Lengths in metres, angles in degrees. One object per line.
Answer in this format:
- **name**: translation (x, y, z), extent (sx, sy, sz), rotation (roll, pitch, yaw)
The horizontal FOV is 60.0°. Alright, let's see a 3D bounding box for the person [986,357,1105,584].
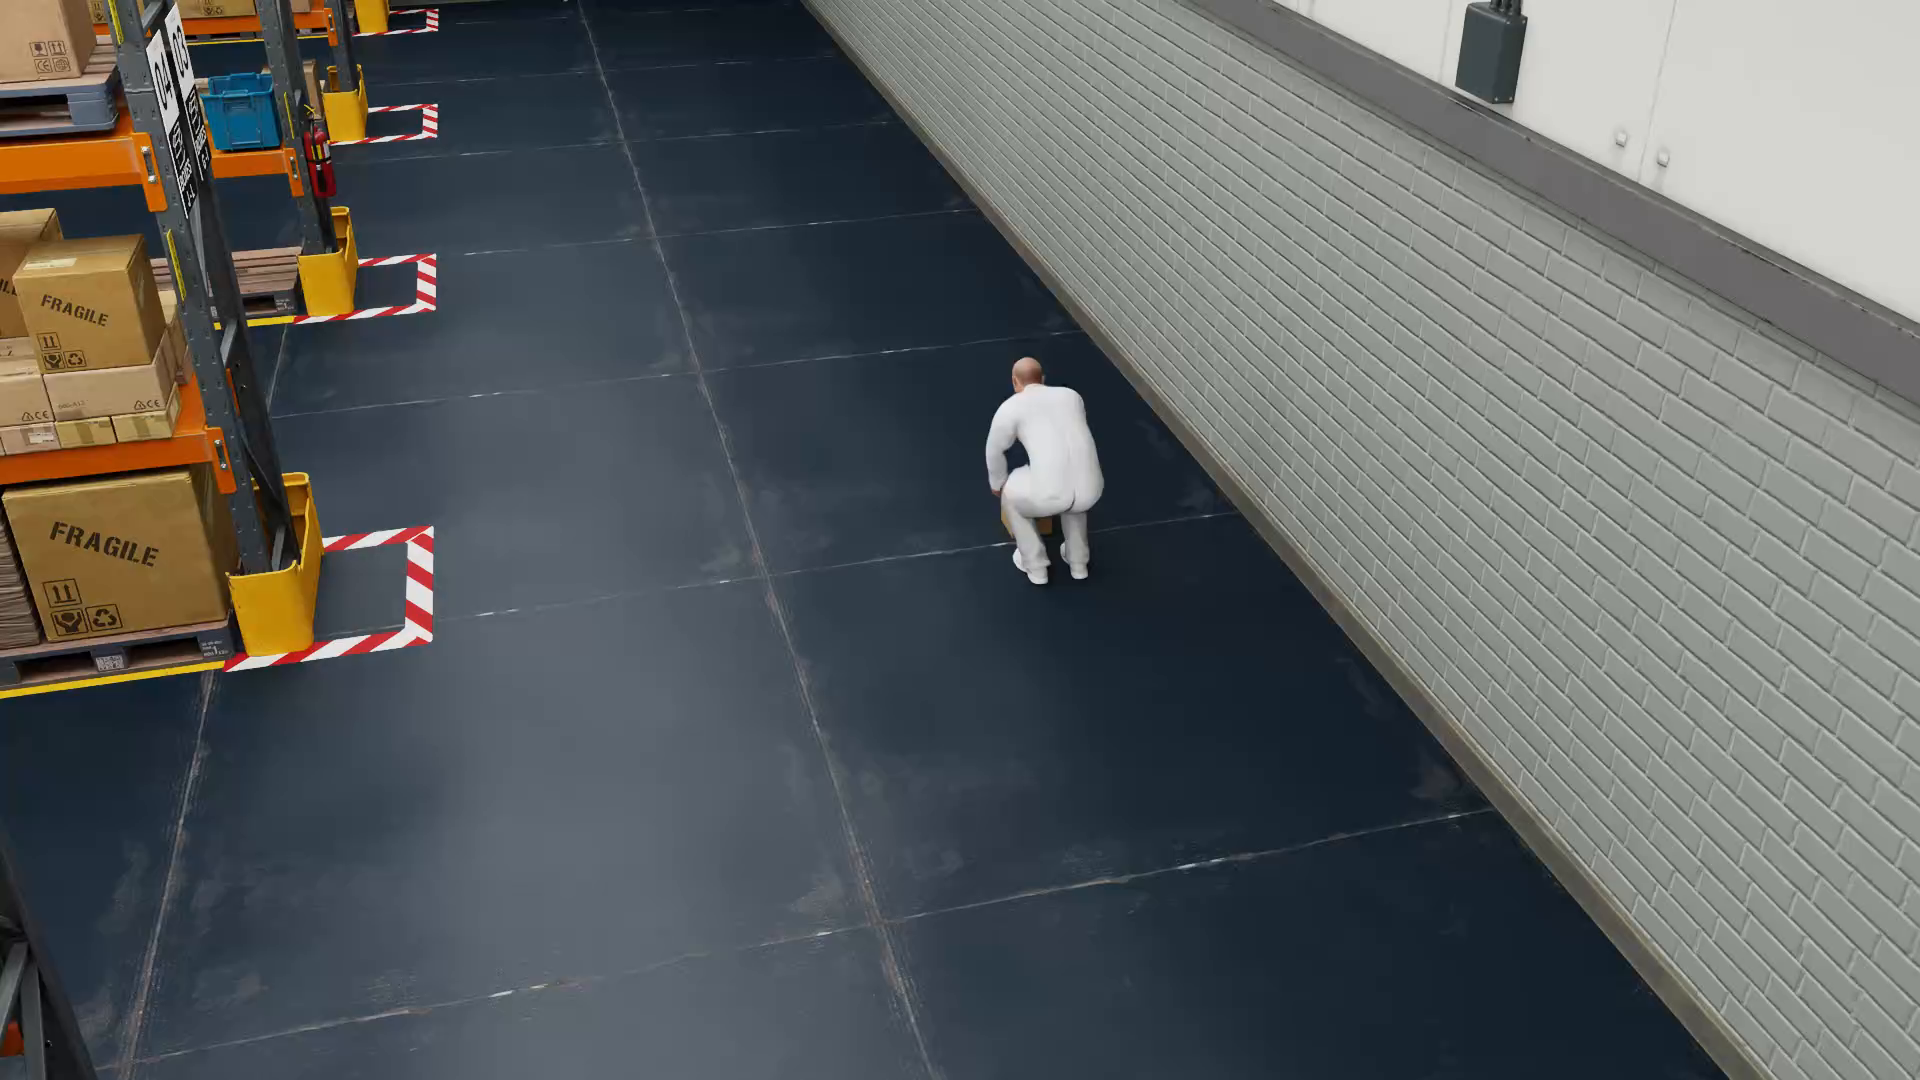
- **person**: translation (0.493, -0.373, 9.526), extent (0.625, 1.165, 0.830), rotation (-8, 31, -13)
